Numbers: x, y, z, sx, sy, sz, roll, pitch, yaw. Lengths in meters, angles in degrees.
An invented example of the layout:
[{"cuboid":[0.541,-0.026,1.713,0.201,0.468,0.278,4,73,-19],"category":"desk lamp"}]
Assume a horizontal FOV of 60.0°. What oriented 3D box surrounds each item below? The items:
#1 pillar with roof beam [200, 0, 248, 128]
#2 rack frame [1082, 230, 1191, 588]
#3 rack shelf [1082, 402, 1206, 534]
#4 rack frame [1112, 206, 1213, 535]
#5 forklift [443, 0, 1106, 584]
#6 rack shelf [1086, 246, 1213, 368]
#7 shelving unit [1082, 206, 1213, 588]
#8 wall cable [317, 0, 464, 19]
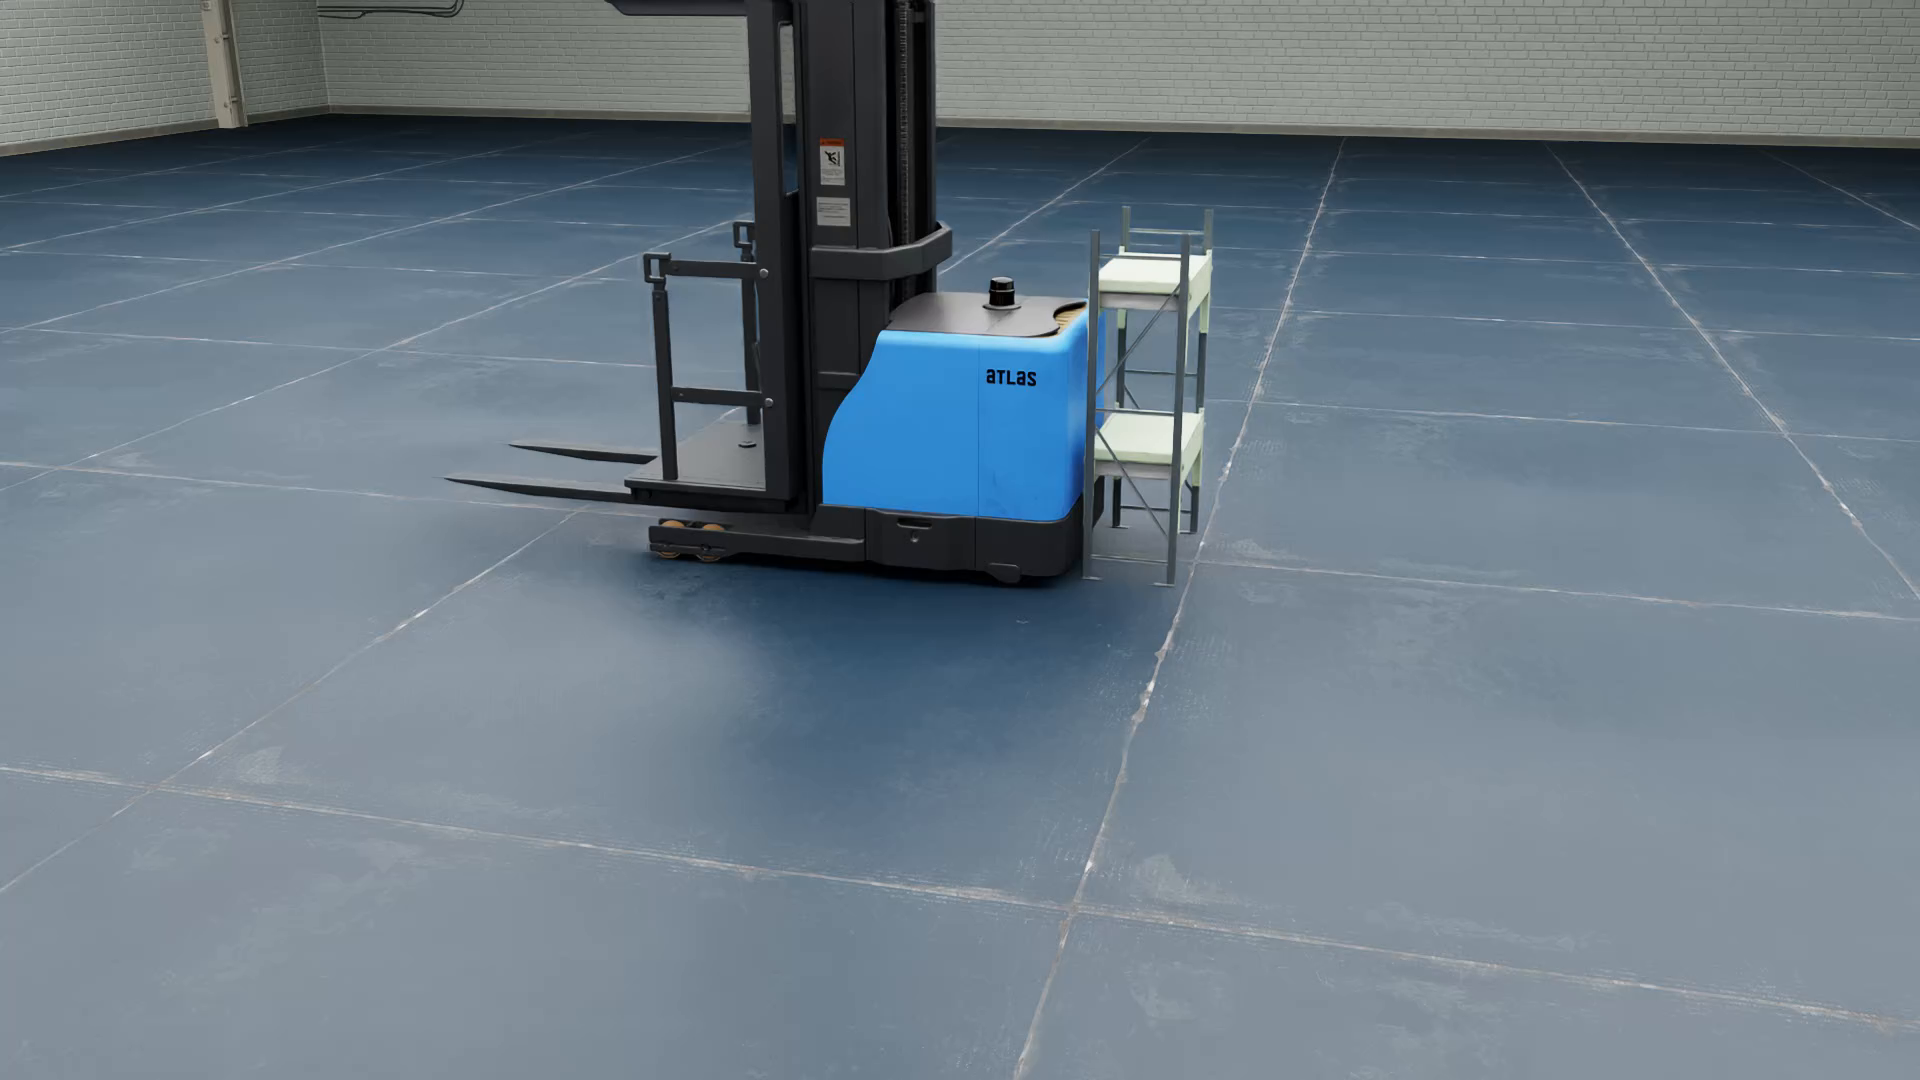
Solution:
[{"cuboid":[-8.138,-10.911,25.709,9.100,9.000,0.400,5,19,13],"category":"pillar with roof beam"},{"cuboid":[0.724,-0.525,6.905,0.400,1.500,0.023,5,19,14],"category":"rack frame"},{"cuboid":[0.819,-0.331,7.345,0.431,0.370,0.720,5,19,14],"category":"rack shelf"},{"cuboid":[0.914,-0.754,7.574,0.400,1.500,0.023,5,19,14],"category":"rack frame"},{"cuboid":[-0.896,-1.447,7.389,3.031,2.935,1.130,5,19,14],"category":"forklift"},{"cuboid":[0.819,-1.009,7.113,0.431,0.370,0.720,5,19,14],"category":"rack shelf"},{"cuboid":[0.819,-0.639,7.239,0.431,1.500,0.755,5,19,14],"category":"shelving unit"},{"cuboid":[-10.310,-10.600,29.604,3.097,2.526,0.112,5,19,13],"category":"wall cable"}]
